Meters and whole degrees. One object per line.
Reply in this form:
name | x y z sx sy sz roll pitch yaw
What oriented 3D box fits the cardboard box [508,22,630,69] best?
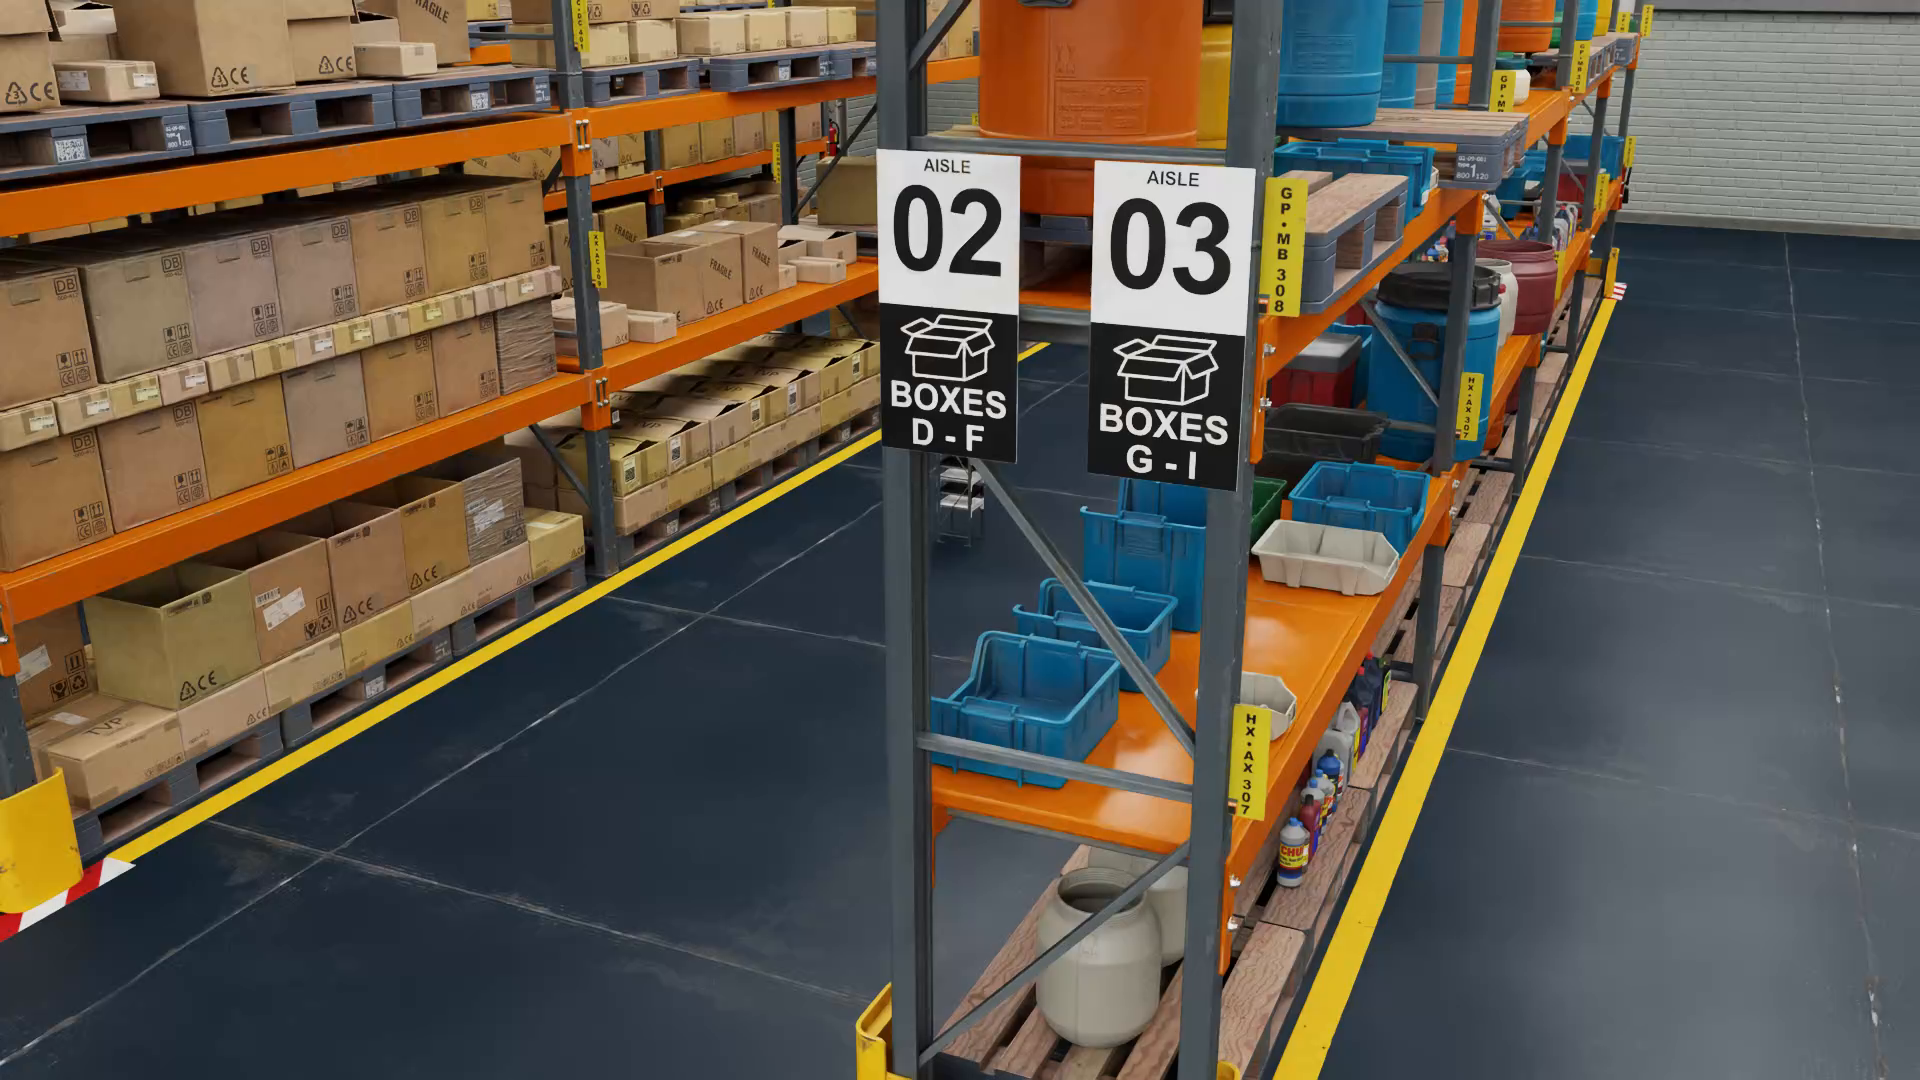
cardboard box | -2.350 -2.986 10.009 0.500 0.250 0.500 11 22 28

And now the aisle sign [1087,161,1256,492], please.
aisle sign | 0.506 -0.517 4.068 0.394 0.787 0.004 9 21 23

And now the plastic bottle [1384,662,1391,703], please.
plastic bottle | 2.042 0.687 8.079 0.097 0.201 0.097 0 20 0

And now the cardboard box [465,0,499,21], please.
cardboard box | -4.940 -5.320 16.169 0.700 0.500 0.500 10 22 25

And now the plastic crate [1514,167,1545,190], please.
plastic crate | 5.757 -3.671 16.974 0.416 0.233 0.300 9 21 23

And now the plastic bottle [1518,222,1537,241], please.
plastic bottle | 4.460 -2.317 13.081 0.144 0.351 0.185 9 21 23

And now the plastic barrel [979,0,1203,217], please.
plastic barrel | 0.352 -1.334 4.500 0.600 0.830 0.708 9 21 23

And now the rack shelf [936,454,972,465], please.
rack shelf | 0.003 -0.565 10.776 0.258 0.077 0.200 9 21 23

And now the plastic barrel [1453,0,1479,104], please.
plastic barrel | 2.742 -2.995 9.796 0.600 0.830 0.708 9 21 23

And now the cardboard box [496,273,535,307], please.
cardboard box | -2.630 -1.423 9.377 0.380 0.149 0.250 8 21 22

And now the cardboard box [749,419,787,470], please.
cardboard box | -1.591 -0.720 11.994 0.500 0.250 0.500 9 21 24

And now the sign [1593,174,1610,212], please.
sign | 5.683 -3.078 14.733 0.100 0.325 0.005 9 21 23

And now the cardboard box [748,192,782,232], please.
cardboard box | -2.618 -4.245 21.532 0.700 0.500 0.500 8 21 23

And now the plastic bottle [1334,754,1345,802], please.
plastic bottle | 1.601 1.016 7.154 0.097 0.201 0.097 0 20 0

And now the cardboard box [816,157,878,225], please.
cardboard box | -0.818 -2.934 13.967 0.700 0.500 0.500 2 20 4

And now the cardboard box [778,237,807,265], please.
cardboard box | -1.516 -2.192 12.790 0.500 0.311 0.500 8 21 22

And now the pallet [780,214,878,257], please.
pallet | -0.760 -2.608 14.111 1.213 0.211 1.003 9 21 23

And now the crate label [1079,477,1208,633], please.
crate label | 0.775 0.029 6.359 0.502 0.435 0.616 9 21 23

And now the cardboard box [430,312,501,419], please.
cardboard box | -2.997 -1.007 9.174 0.700 0.500 0.500 8 21 22

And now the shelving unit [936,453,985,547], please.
shelving unit | 0.003 -0.426 10.825 0.258 0.900 0.210 9 21 23

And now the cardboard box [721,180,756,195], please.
cardboard box | -2.854 -4.538 21.387 0.380 0.149 0.250 9 21 23

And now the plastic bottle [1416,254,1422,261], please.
plastic bottle | 3.321 -1.928 12.086 0.061 0.283 0.133 9 21 23

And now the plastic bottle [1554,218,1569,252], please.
plastic bottle | 4.960 -2.534 13.803 0.152 0.276 0.135 9 21 23

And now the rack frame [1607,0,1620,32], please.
rack frame | 5.182 -5.850 13.988 1.000 3.000 0.127 9 21 23

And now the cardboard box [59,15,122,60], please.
cardboard box | -3.790 -2.229 7.580 0.500 0.311 0.500 11 23 29

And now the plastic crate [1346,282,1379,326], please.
plastic crate | 2.604 -1.379 10.273 0.402 0.464 0.583 9 21 23

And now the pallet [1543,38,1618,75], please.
pallet | 4.489 -3.747 12.834 1.003 0.211 1.213 9 21 23

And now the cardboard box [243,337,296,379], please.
cardboard box | -3.366 -0.873 7.829 0.380 0.149 0.250 8 21 22

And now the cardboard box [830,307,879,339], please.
cardboard box | -0.804 -1.829 14.709 0.500 0.500 0.500 9 22 25

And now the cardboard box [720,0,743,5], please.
cardboard box | -2.907 -6.457 19.619 0.500 0.250 0.500 8 21 21

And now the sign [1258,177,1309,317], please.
sign | 0.769 -0.695 3.958 0.100 0.325 0.005 9 21 23

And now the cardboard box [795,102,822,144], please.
cardboard box | -2.418 -5.589 21.761 0.980 0.700 0.700 10 22 25

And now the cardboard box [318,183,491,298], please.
cardboard box | -2.993 -1.626 8.978 0.700 0.500 0.500 8 21 23

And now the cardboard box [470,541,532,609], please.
cardboard box | -2.815 0.163 9.512 0.500 0.250 0.500 9 21 23

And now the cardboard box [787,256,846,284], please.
cardboard box | -1.089 -2.050 12.631 0.380 0.149 0.250 9 21 23

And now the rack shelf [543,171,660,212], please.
rack shelf | -4.675 -3.432 17.217 1.077 0.370 4.000 9 21 23

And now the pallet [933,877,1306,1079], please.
pallet | 0.594 1.682 5.925 1.003 0.211 1.213 9 21 23

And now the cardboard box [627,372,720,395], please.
cardboard box | -2.084 -1.053 12.094 0.500 0.311 0.500 8 21 22

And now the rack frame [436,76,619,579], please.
rack frame | -2.611 -1.258 10.031 1.000 3.000 0.127 9 21 23

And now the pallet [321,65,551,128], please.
pallet | -2.937 -2.366 8.800 1.003 0.211 1.213 9 21 23

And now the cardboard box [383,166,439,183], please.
cardboard box | -5.062 -3.470 15.626 0.500 0.500 0.500 9 22 24

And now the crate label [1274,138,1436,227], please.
crate label | 1.336 -1.225 5.682 0.502 0.251 0.408 9 21 23

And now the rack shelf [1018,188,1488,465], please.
rack shelf | 1.087 -1.041 6.015 1.077 0.370 4.000 9 21 23

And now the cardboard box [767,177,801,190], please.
cardboard box | -2.300 -4.639 21.672 0.380 0.149 0.250 8 21 22

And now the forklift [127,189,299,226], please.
forklift | -5.149 -1.754 11.527 1.130 2.935 3.031 -15 24 -36

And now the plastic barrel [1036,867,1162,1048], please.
plastic barrel | 0.468 1.408 5.620 0.421 0.512 0.421 0 20 0

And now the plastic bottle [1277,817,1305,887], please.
plastic bottle | 1.295 1.212 6.500 0.097 0.271 0.097 0 20 0

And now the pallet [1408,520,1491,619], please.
pallet | 2.691 0.117 10.326 1.003 0.211 1.213 9 21 23

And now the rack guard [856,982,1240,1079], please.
rack guard | 0.257 1.793 5.180 1.175 0.500 0.348 9 21 23

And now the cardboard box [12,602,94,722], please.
cardboard box | -4.301 0.504 7.433 0.500 0.500 0.500 9 21 23

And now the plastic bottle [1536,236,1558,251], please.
plastic bottle | 4.584 -2.254 13.015 0.152 0.276 0.135 9 21 23

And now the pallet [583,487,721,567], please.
pallet | -2.345 -0.175 11.146 1.003 0.211 1.213 9 21 23

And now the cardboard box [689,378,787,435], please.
cardboard box | -1.586 -0.987 11.908 0.500 0.311 0.500 9 22 24

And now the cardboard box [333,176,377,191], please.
cardboard box | -5.677 -3.269 14.879 0.700 0.500 0.500 6 20 16

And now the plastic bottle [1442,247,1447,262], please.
plastic bottle | 3.718 -2.171 12.893 0.097 0.201 0.097 0 20 0

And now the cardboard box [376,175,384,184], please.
cardboard box | -5.541 -3.537 15.815 0.500 0.500 0.500 9 21 23

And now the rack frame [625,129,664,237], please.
rack frame | -3.856 -4.383 18.815 1.000 3.000 0.127 9 21 23
